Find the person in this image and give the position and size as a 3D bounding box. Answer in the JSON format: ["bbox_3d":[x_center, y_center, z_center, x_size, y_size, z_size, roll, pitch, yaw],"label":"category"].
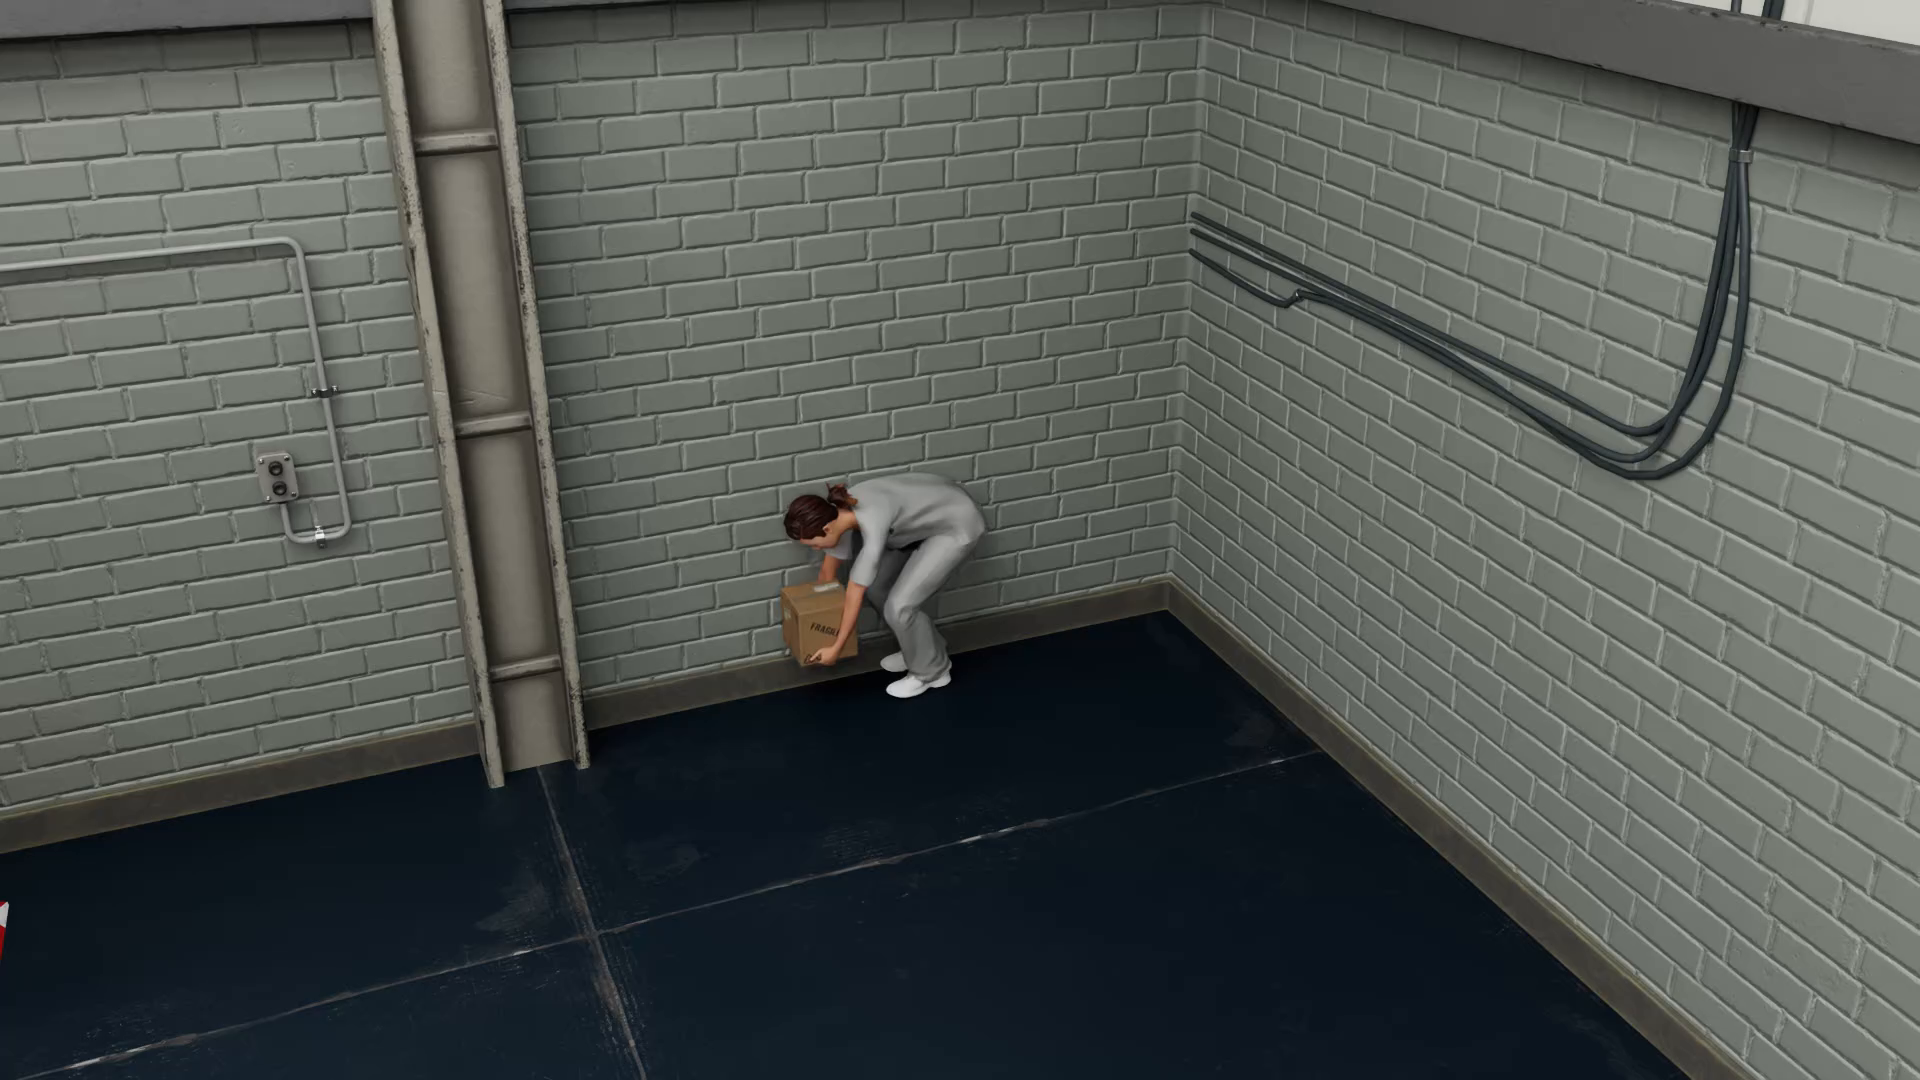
[{"bbox_3d":[-0.316,0.176,7.015,0.867,1.007,0.457,-12,28,-23],"label":"person"}]
